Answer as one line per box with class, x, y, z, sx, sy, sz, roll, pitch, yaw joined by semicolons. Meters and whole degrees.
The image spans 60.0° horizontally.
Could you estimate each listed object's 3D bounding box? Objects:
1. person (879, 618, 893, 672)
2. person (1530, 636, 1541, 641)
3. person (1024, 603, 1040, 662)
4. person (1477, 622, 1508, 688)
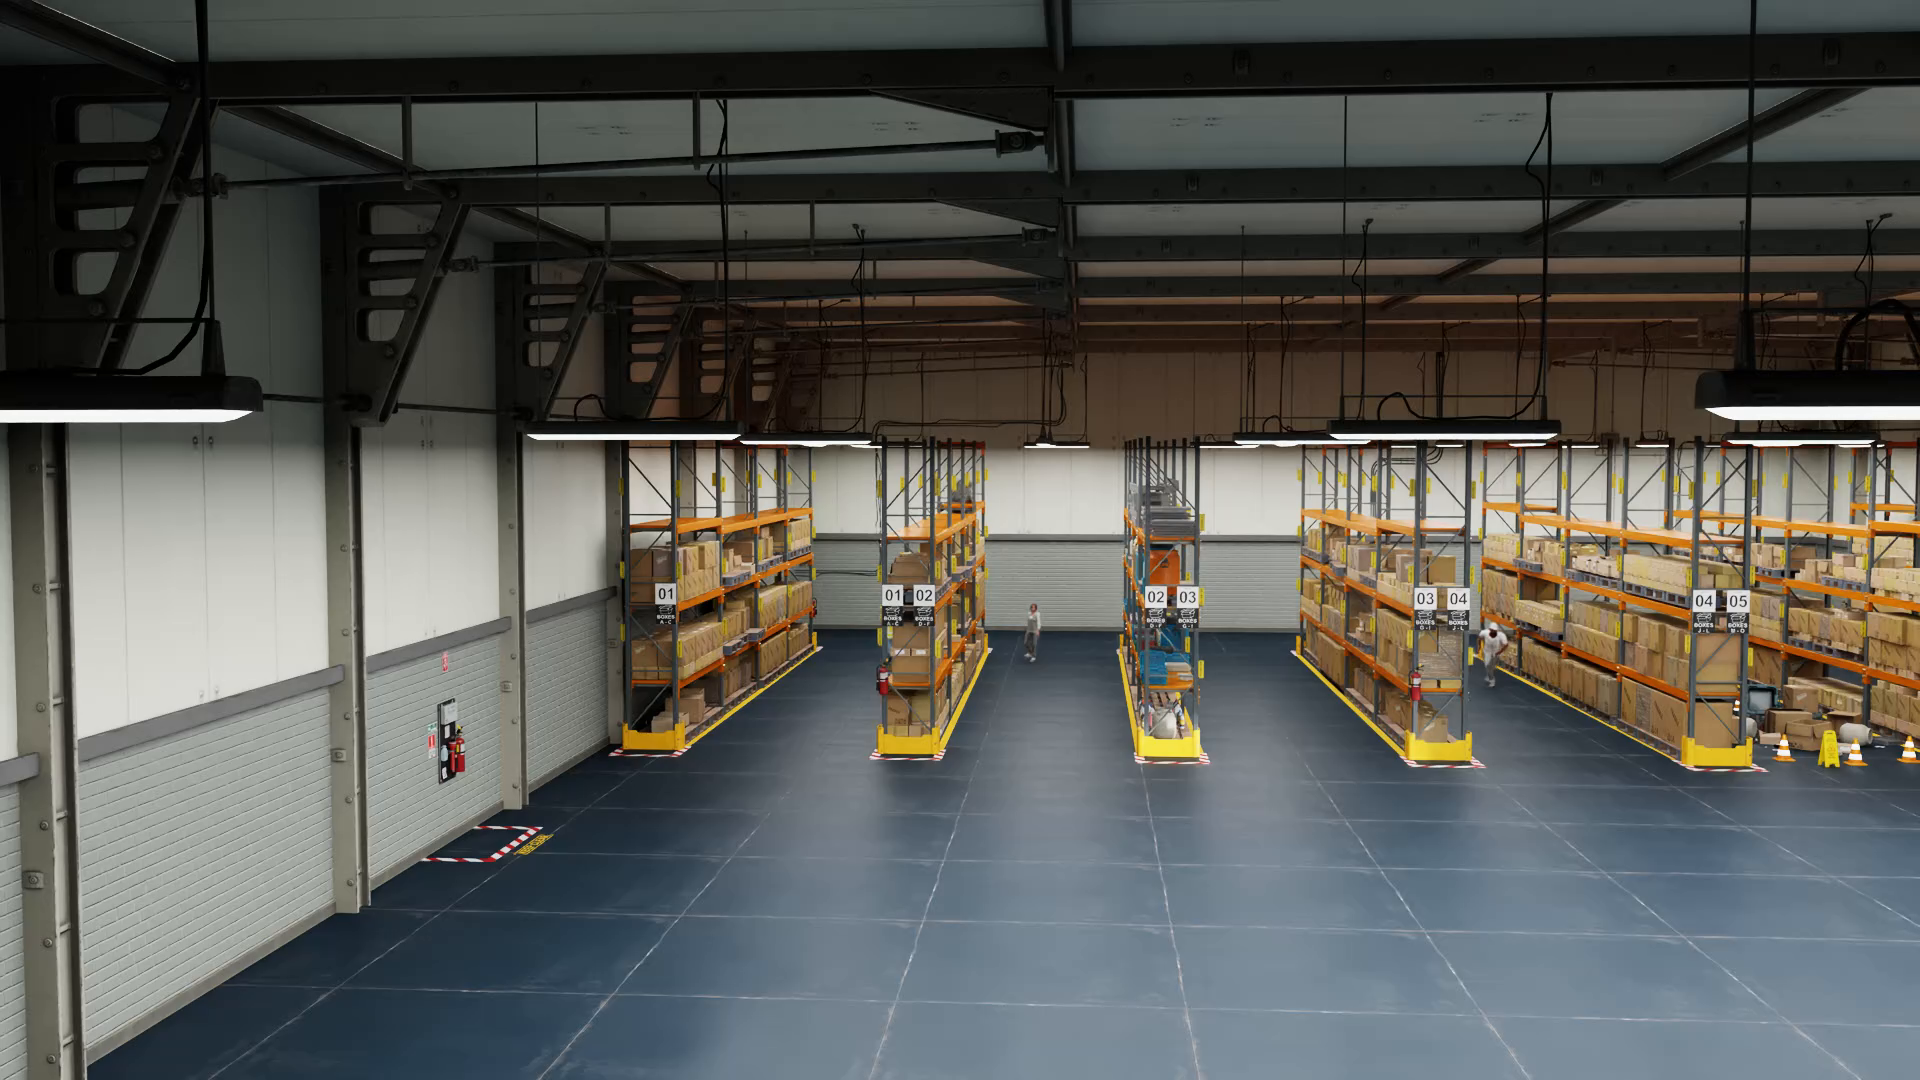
person;-1.777;2.552;43.206;0.638;1.733;0.600;-1;3;-26
person;16.236;2.356;46.879;0.722;1.726;0.806;-2;4;-32
person;1.973;2.512;45.256;0.534;1.609;0.430;2;3;29
person;12.965;2.759;40.495;0.711;1.593;1.140;1;3;16
